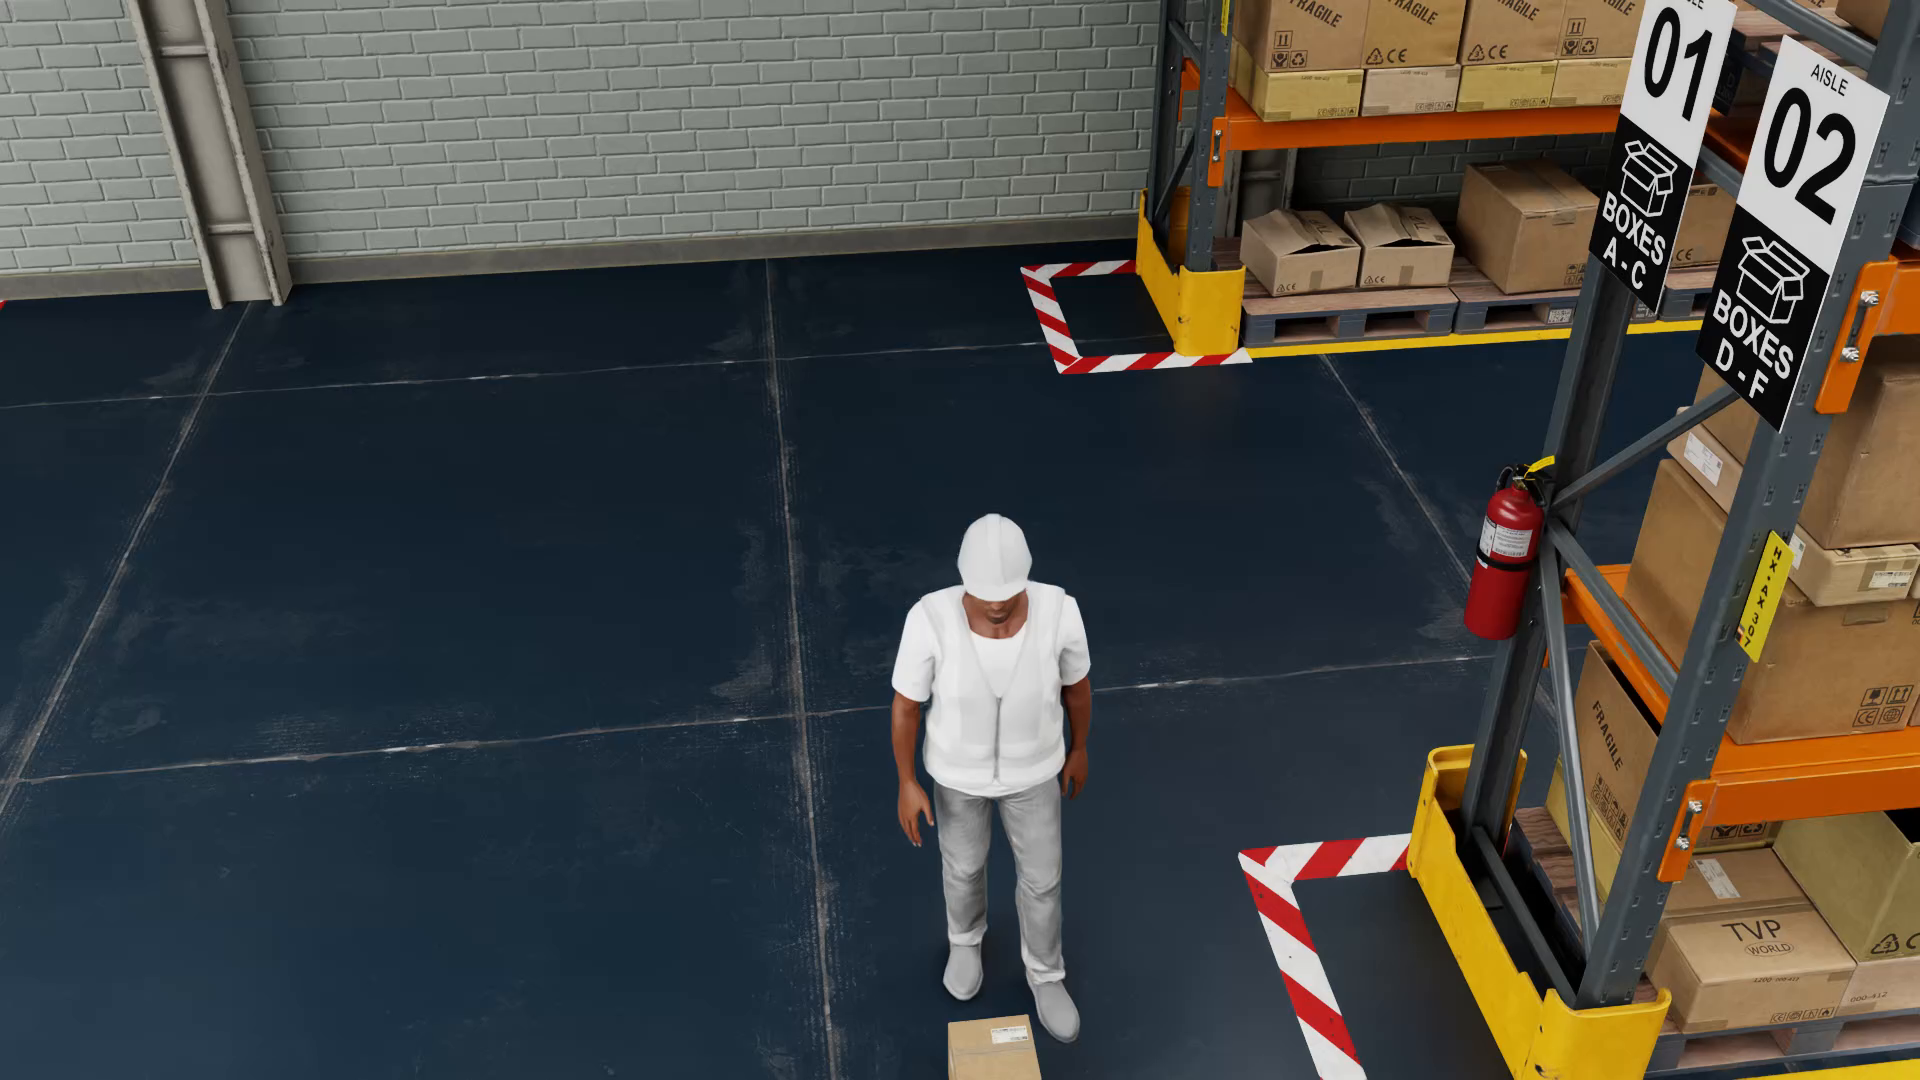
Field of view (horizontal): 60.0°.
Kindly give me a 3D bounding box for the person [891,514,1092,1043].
[{"bbox_3d":[0.103,0.743,5.036,0.612,1.802,0.519,-1,35,-2],"label":"person"}]
